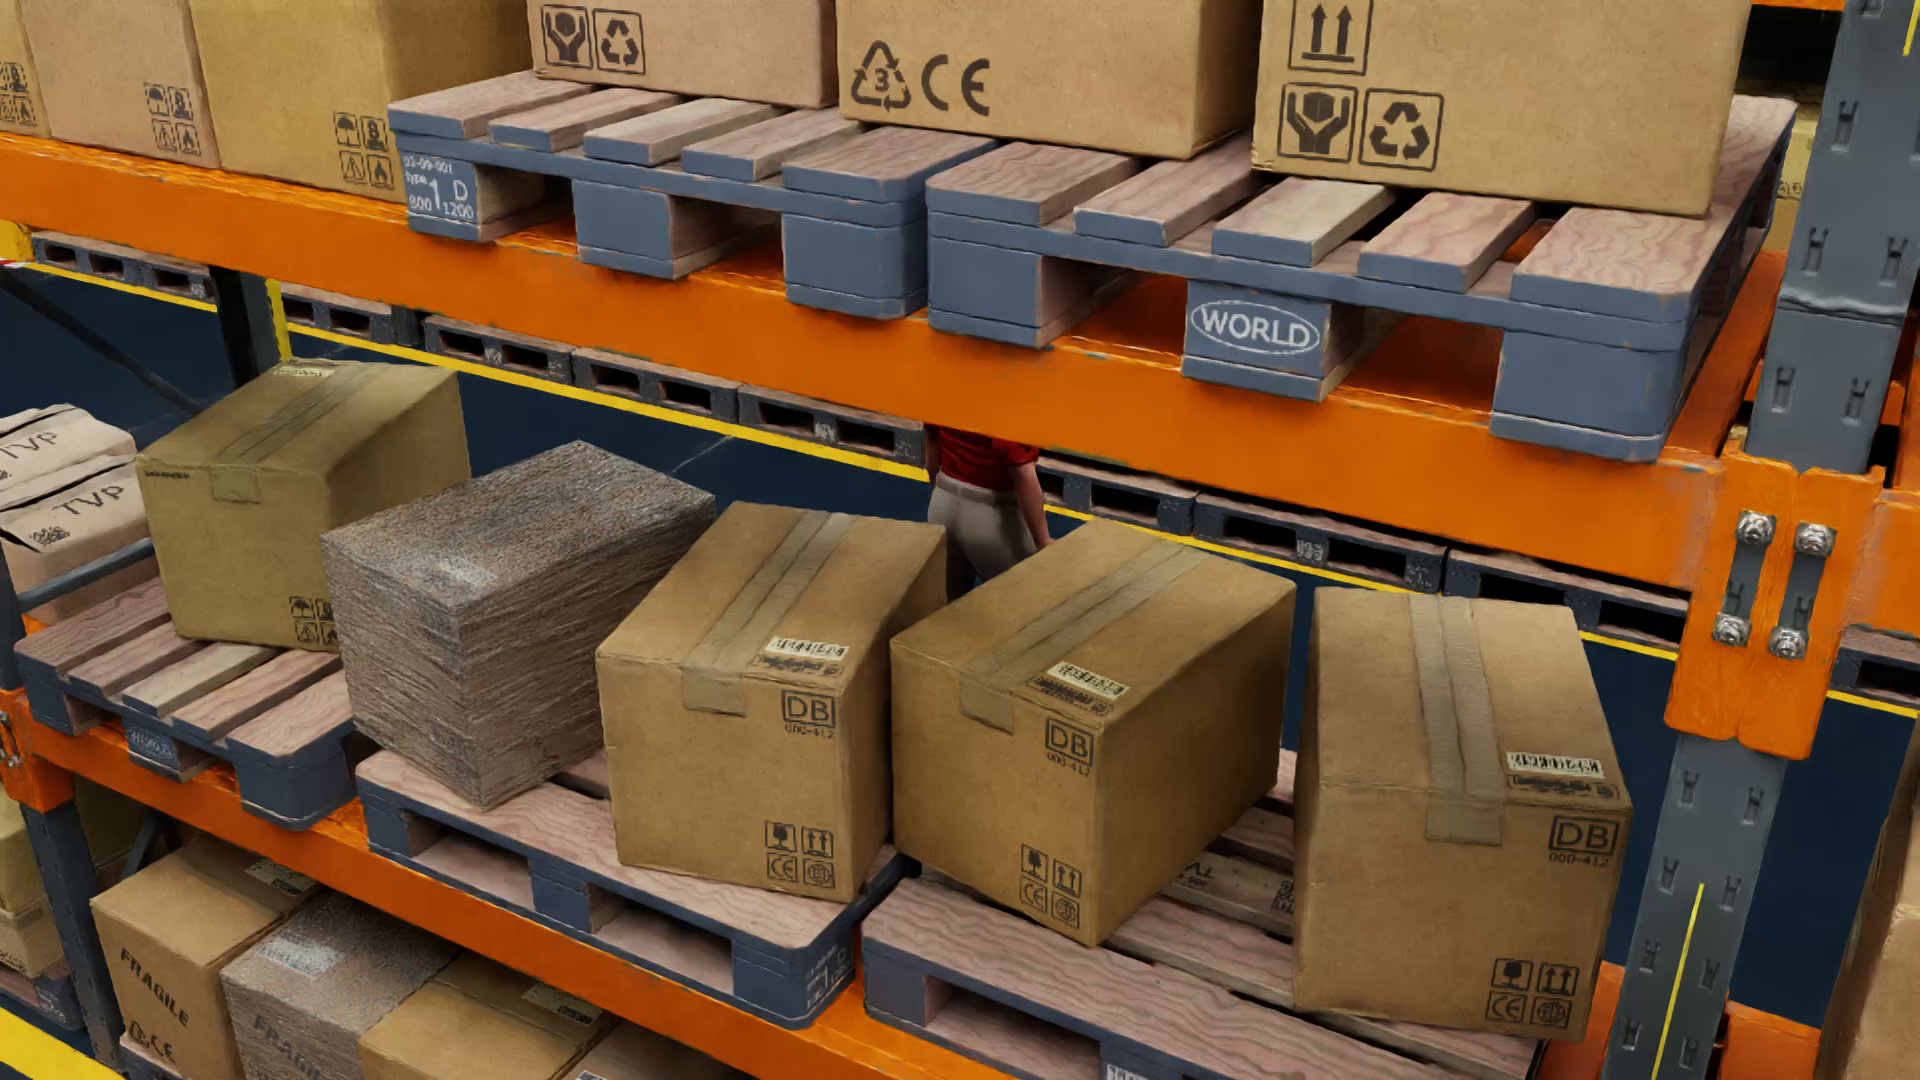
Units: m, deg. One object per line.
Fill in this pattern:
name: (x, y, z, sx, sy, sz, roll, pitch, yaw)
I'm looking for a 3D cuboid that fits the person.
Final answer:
person: (0.143, -0.079, 6.241, 0.666, 1.721, 0.599, 22, 34, 36)
